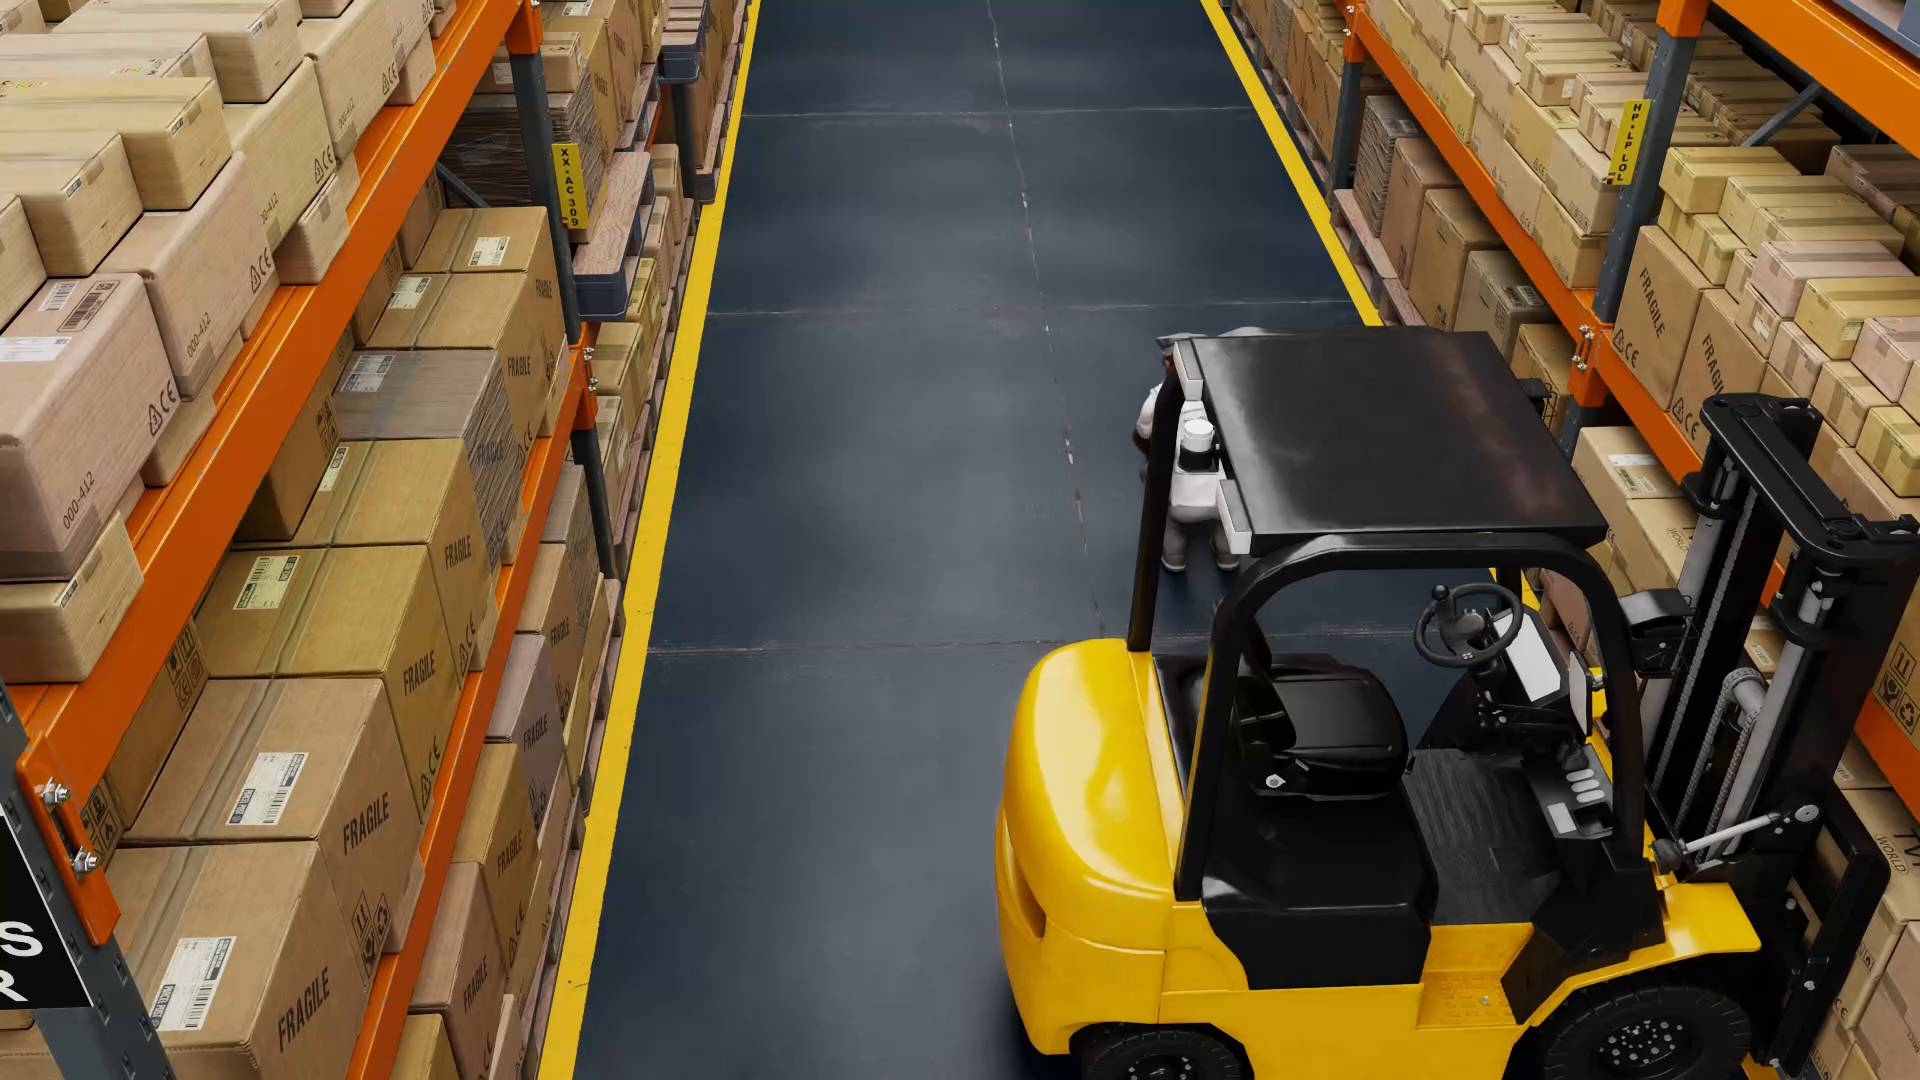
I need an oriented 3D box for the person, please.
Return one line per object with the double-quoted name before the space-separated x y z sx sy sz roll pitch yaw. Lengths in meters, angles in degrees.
"person" 1.035 -0.392 7.329 0.506 0.943 0.850 -1 35 -2
